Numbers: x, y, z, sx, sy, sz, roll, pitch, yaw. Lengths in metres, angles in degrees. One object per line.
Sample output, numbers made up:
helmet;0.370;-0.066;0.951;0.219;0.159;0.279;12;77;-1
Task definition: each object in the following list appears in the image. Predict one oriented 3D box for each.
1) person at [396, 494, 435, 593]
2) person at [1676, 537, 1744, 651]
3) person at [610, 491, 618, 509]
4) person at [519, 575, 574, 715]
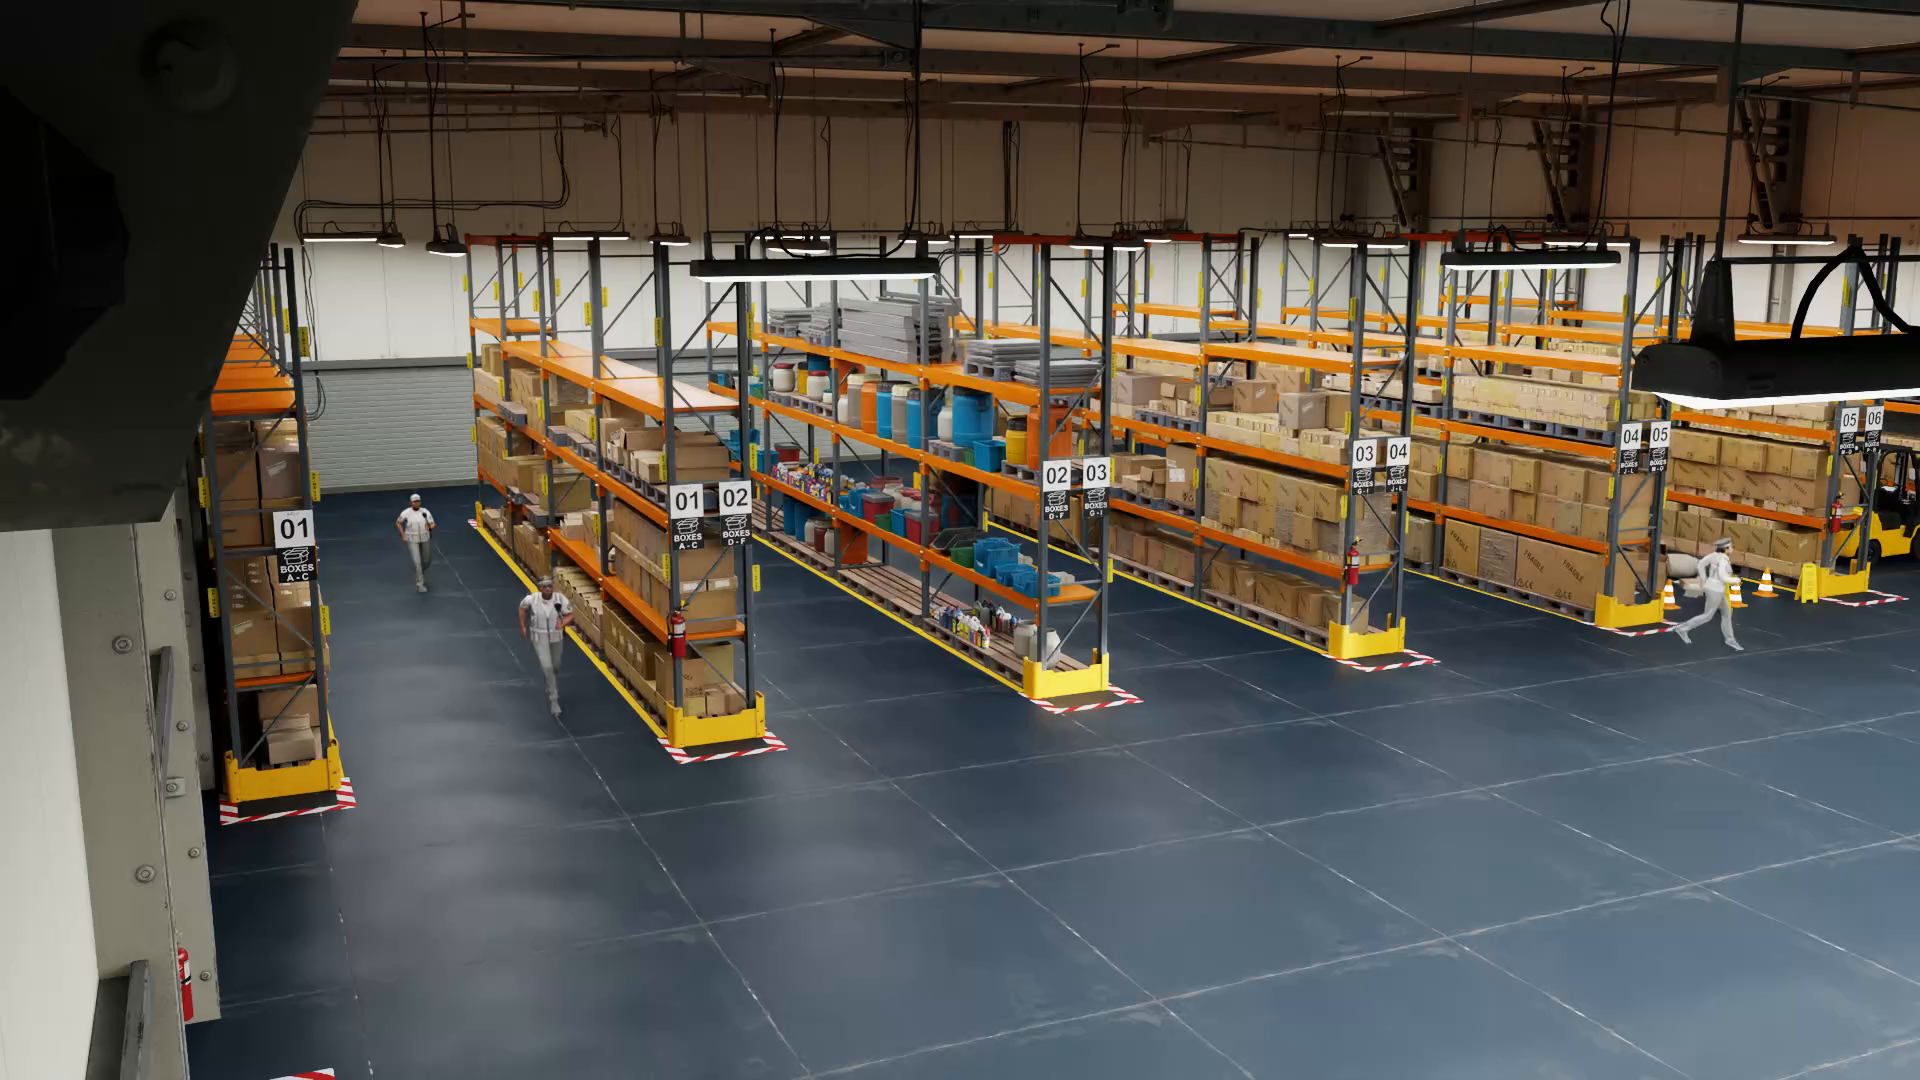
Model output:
person;-9.334;0.024;28.621;0.615;1.641;0.913;-7;13;-32
person;11.159;0.791;24.639;0.975;1.708;0.635;2;11;10
person;-7.056;-1.044;34.013;0.658;1.735;0.745;-7;13;-32
person;-5.393;1.305;21.789;0.686;1.803;1.008;-4;12;-21
